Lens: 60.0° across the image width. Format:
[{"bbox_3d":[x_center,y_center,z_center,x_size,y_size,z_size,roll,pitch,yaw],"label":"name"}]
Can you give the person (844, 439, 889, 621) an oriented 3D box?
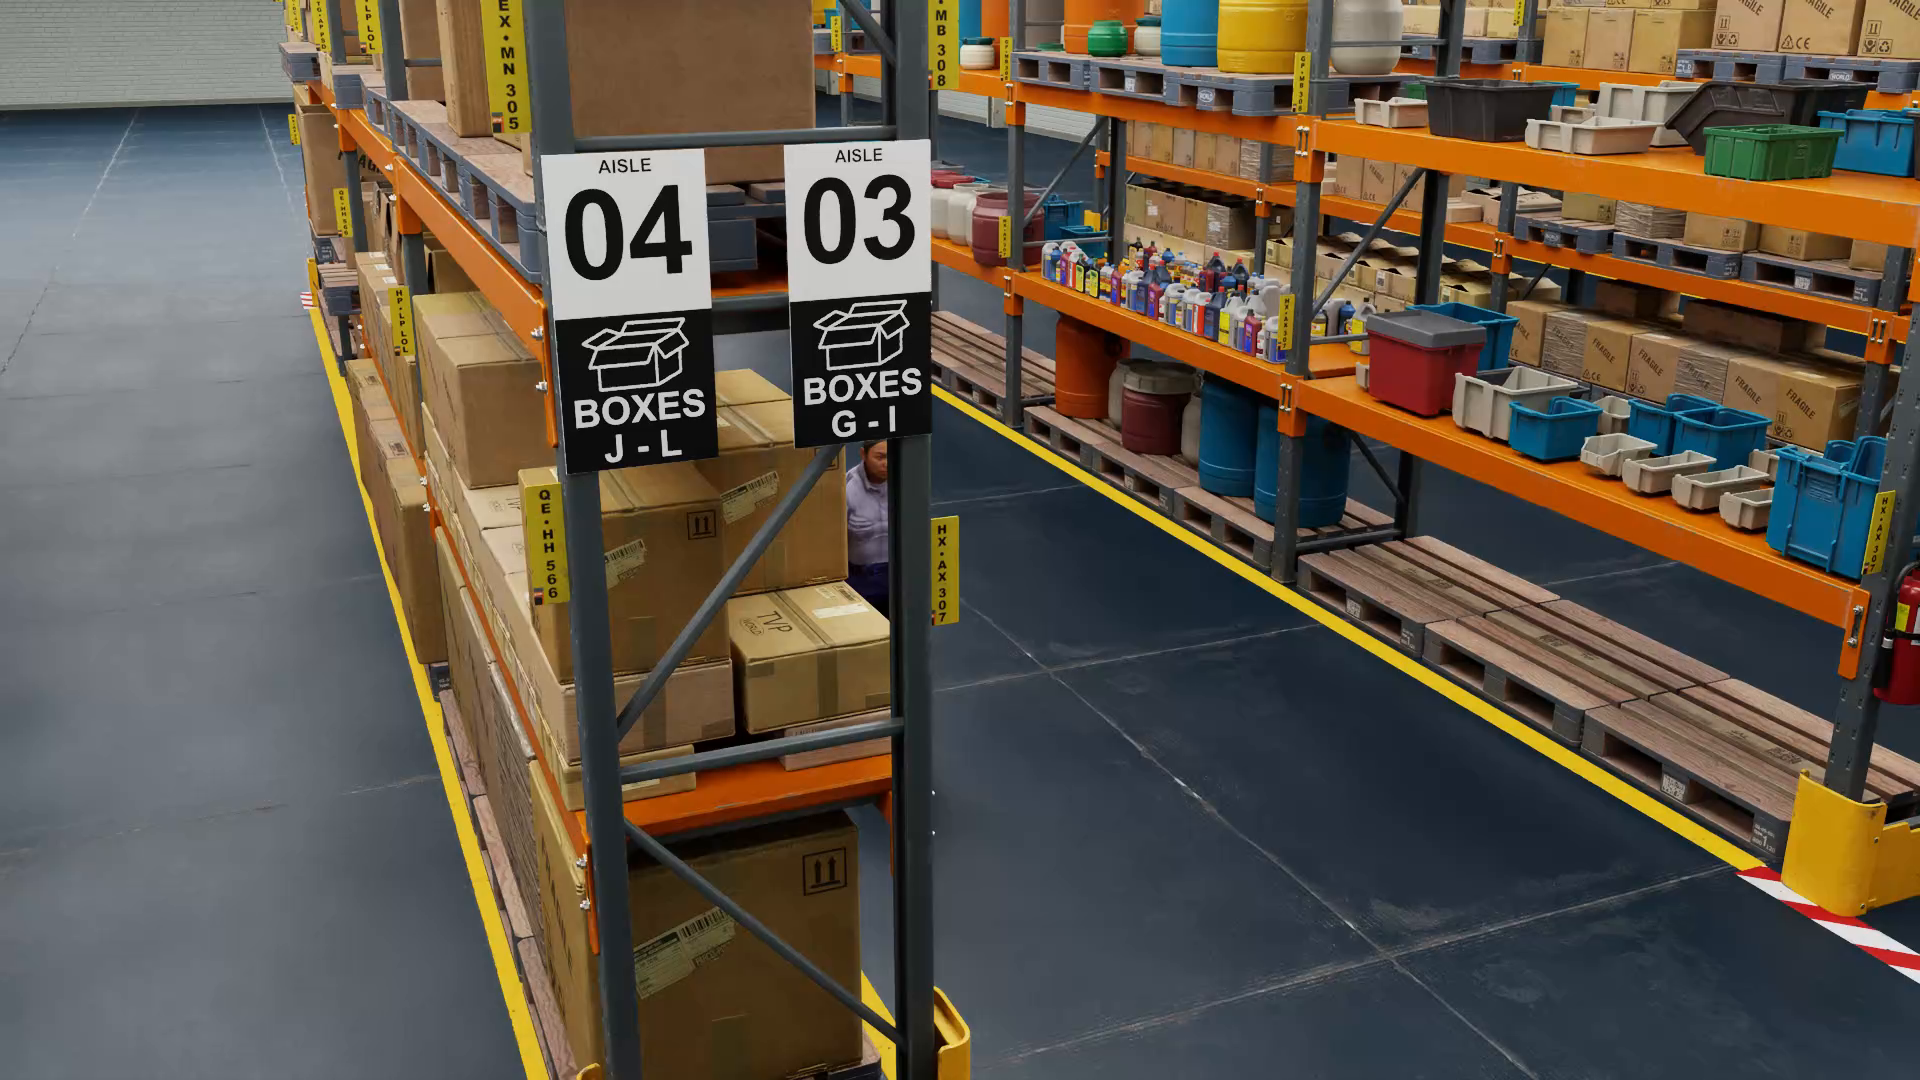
[{"bbox_3d":[-0.402,0.244,7.866,0.539,1.652,0.412,-8,20,-22],"label":"person"}]
